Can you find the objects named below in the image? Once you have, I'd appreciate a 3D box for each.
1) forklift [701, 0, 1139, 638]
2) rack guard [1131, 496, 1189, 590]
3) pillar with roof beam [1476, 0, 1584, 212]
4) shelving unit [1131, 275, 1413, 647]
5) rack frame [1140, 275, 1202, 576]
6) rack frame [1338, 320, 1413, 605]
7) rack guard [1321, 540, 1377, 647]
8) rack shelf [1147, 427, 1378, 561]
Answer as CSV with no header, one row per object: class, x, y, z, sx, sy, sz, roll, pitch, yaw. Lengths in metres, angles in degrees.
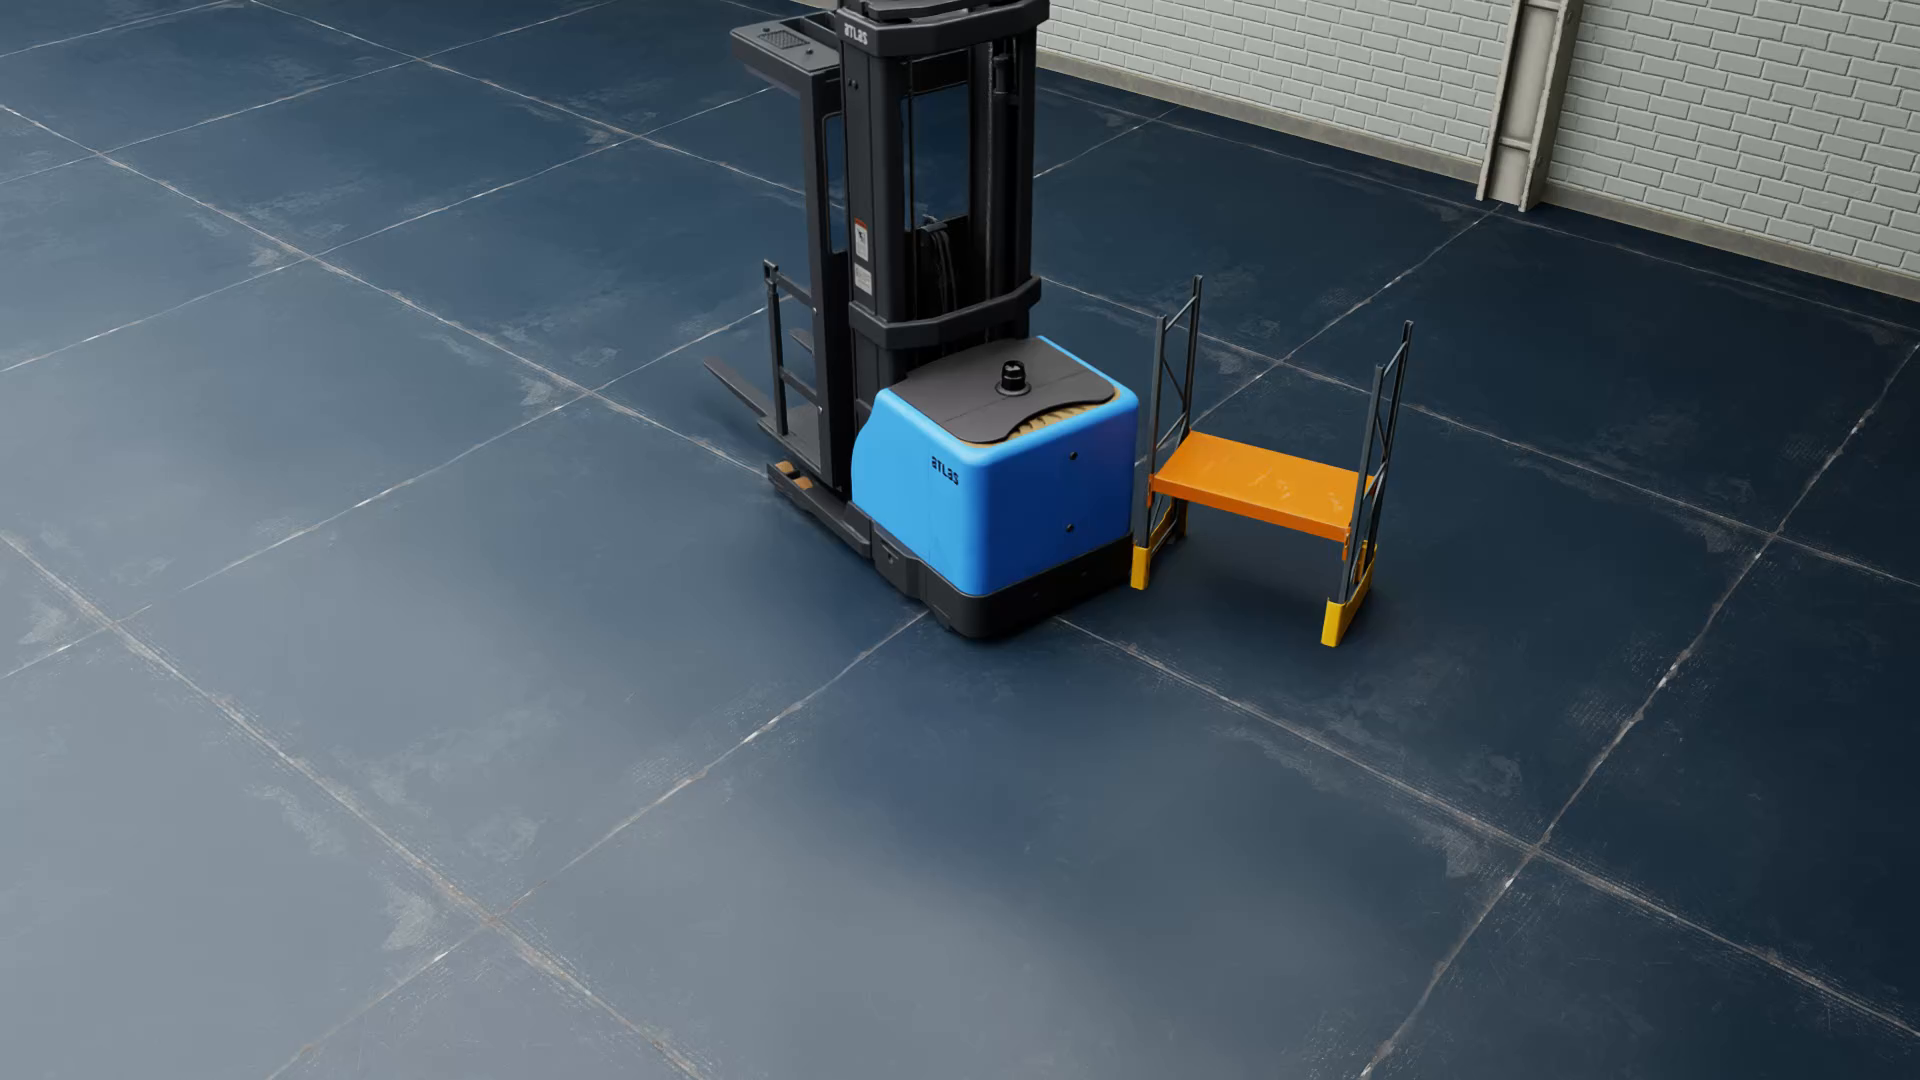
forklift,-0.398,-1.527,8.384,1.130,2.935,3.031,-22,40,-29
rack guard,1.029,-0.004,8.535,0.087,0.250,0.587,17,38,23
pillar with roof beam,1.362,-4.392,7.196,0.400,9.000,9.100,25,42,32
shelving unit,1.470,-0.388,7.990,1.083,1.500,0.587,17,38,23
rack frame,1.028,-0.519,8.181,0.032,1.500,0.500,17,38,23
rack frame,1.927,-0.251,7.791,0.032,1.500,0.500,17,38,23
rack guard,1.910,0.259,8.152,0.087,0.250,0.587,17,38,23
rack shelf,1.478,-0.237,8.088,1.000,0.185,0.538,17,38,23
